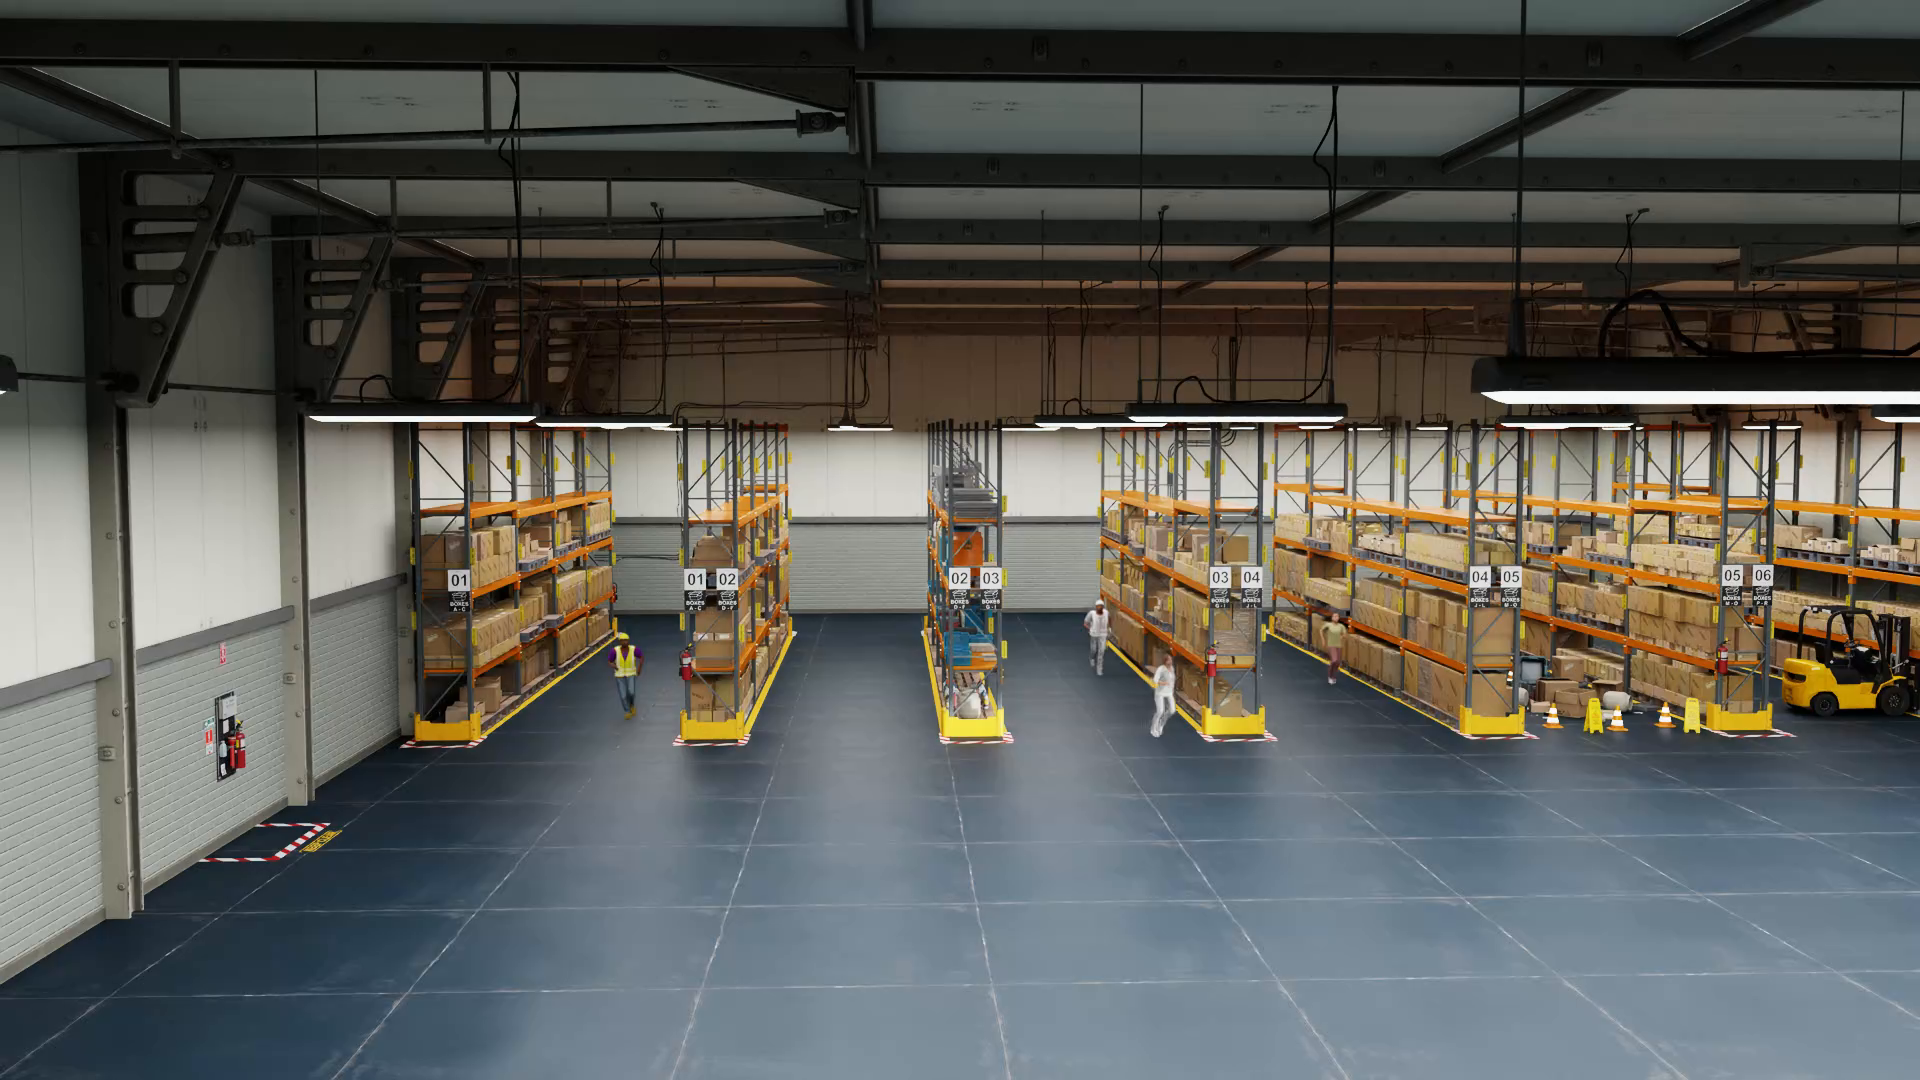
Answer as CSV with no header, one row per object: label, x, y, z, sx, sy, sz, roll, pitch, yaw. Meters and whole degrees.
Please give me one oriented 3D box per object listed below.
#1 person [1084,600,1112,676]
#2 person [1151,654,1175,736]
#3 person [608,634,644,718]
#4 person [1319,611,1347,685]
person,3.294,2.300,39.670,0.707,1.771,1.006,-1,4,-8
person,3.900,2.934,31.366,0.544,1.542,0.601,-2,4,-24
person,-6.686,2.719,33.242,0.694,1.715,0.650,0,4,-8
person,8.534,2.461,37.889,0.548,1.671,0.670,-1,4,-9
